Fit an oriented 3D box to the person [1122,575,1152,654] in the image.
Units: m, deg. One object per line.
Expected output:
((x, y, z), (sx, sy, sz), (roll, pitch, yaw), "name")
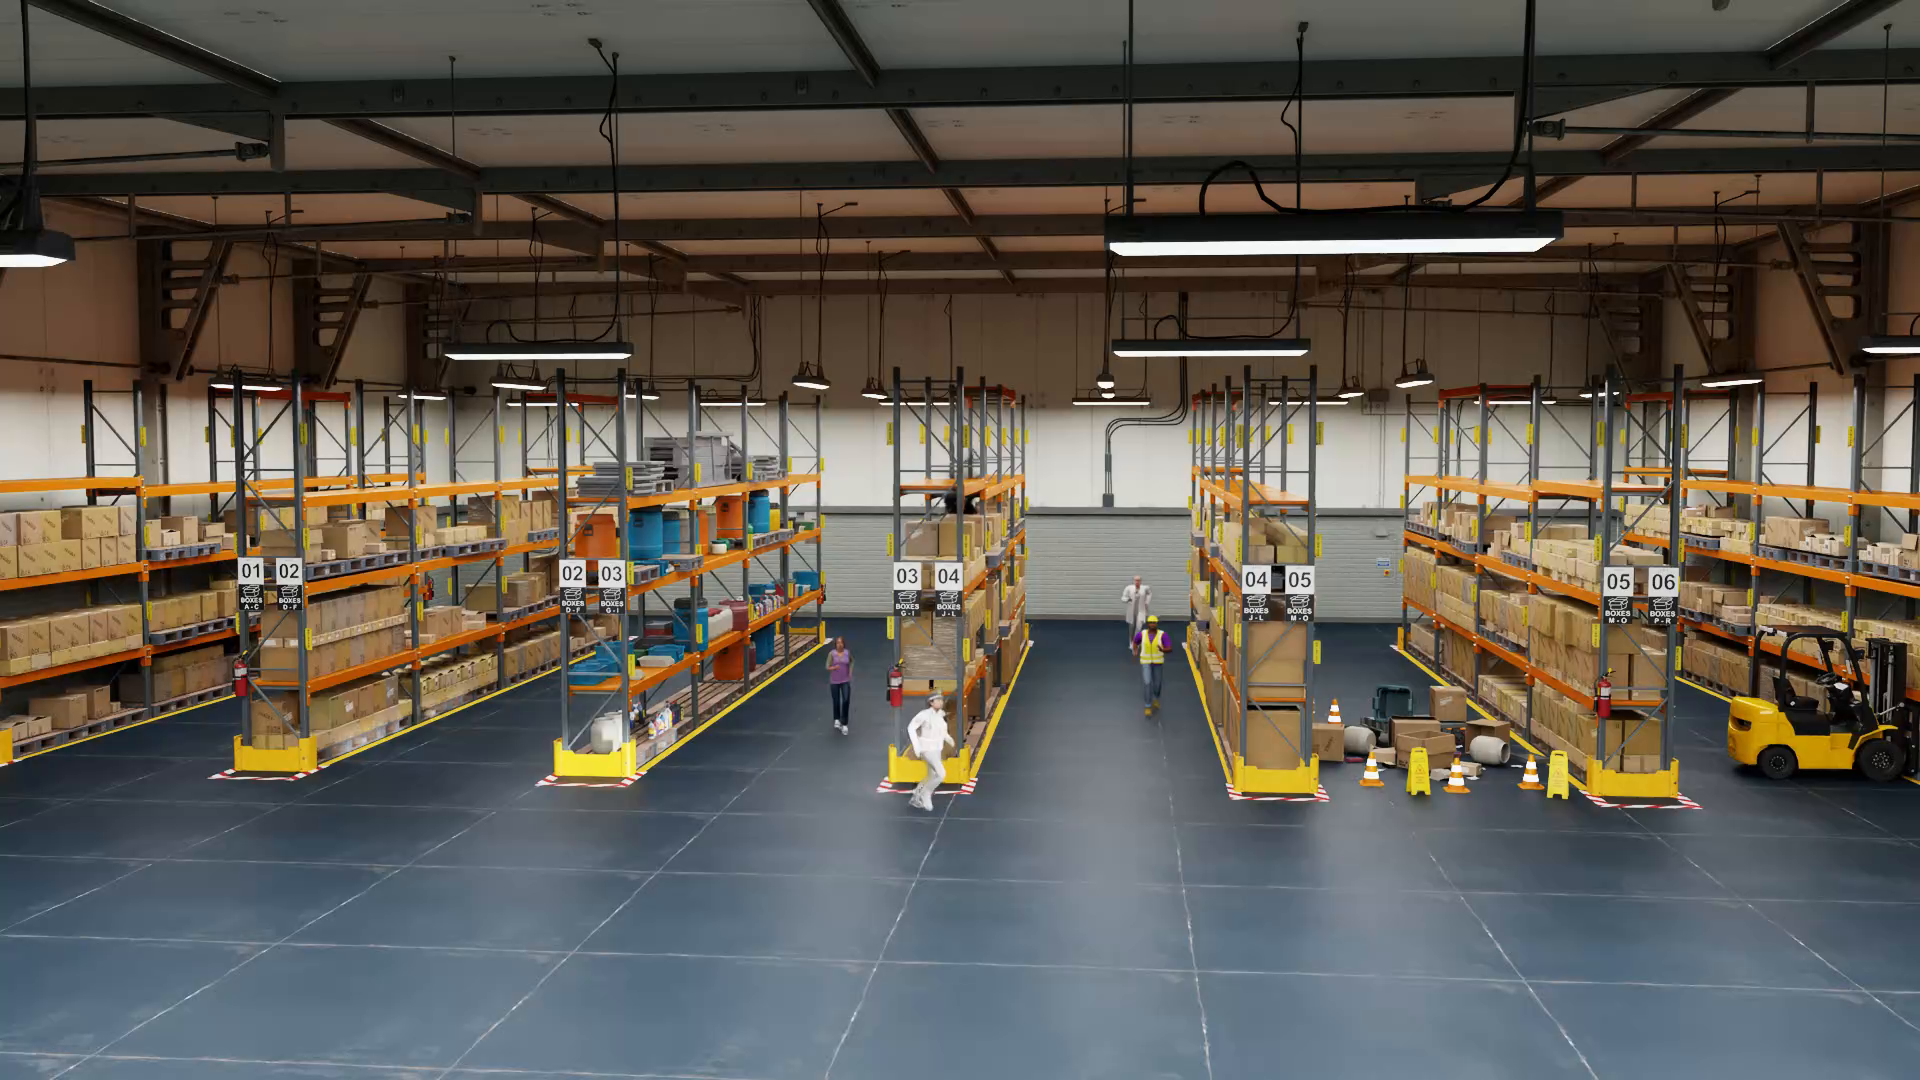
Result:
((4.095, 1.695, 38.572), (0.666, 1.773, 1.073), (1, 4, 13), "person")

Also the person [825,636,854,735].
((-2.028, 2.441, 28.124), (0.517, 1.631, 0.702), (-1, 4, -8), "person")

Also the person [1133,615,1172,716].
((3.463, 2.229, 29.963), (0.700, 1.757, 0.982), (0, 4, 5), "person")

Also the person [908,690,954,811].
((-0.384, 2.791, 22.171), (0.729, 1.617, 0.533), (3, 4, 37), "person")
